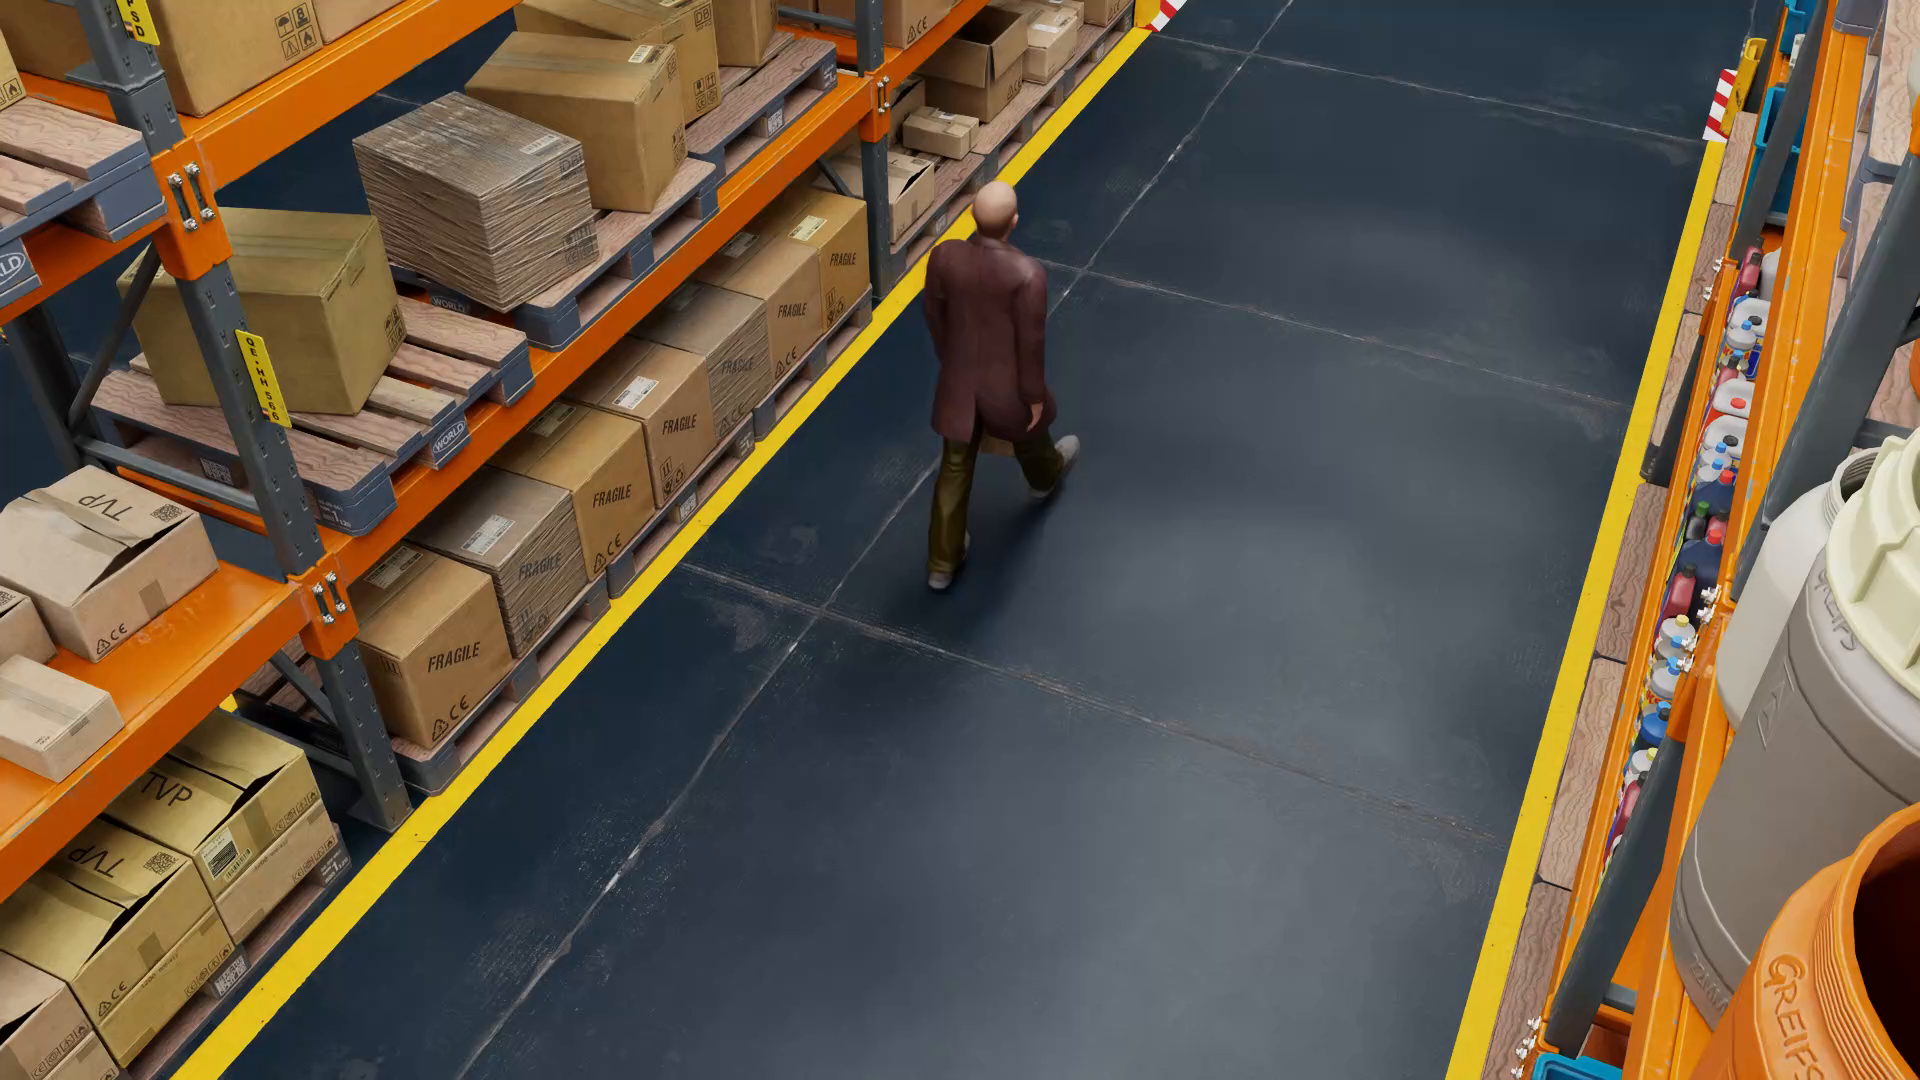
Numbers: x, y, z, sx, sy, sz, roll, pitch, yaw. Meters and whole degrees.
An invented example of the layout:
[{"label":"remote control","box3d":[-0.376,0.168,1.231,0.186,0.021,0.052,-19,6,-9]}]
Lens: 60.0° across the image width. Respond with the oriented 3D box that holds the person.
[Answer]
[{"label":"person","box3d":[0.147,-0.740,7.009,0.591,1.723,1.102,17,44,18]}]
